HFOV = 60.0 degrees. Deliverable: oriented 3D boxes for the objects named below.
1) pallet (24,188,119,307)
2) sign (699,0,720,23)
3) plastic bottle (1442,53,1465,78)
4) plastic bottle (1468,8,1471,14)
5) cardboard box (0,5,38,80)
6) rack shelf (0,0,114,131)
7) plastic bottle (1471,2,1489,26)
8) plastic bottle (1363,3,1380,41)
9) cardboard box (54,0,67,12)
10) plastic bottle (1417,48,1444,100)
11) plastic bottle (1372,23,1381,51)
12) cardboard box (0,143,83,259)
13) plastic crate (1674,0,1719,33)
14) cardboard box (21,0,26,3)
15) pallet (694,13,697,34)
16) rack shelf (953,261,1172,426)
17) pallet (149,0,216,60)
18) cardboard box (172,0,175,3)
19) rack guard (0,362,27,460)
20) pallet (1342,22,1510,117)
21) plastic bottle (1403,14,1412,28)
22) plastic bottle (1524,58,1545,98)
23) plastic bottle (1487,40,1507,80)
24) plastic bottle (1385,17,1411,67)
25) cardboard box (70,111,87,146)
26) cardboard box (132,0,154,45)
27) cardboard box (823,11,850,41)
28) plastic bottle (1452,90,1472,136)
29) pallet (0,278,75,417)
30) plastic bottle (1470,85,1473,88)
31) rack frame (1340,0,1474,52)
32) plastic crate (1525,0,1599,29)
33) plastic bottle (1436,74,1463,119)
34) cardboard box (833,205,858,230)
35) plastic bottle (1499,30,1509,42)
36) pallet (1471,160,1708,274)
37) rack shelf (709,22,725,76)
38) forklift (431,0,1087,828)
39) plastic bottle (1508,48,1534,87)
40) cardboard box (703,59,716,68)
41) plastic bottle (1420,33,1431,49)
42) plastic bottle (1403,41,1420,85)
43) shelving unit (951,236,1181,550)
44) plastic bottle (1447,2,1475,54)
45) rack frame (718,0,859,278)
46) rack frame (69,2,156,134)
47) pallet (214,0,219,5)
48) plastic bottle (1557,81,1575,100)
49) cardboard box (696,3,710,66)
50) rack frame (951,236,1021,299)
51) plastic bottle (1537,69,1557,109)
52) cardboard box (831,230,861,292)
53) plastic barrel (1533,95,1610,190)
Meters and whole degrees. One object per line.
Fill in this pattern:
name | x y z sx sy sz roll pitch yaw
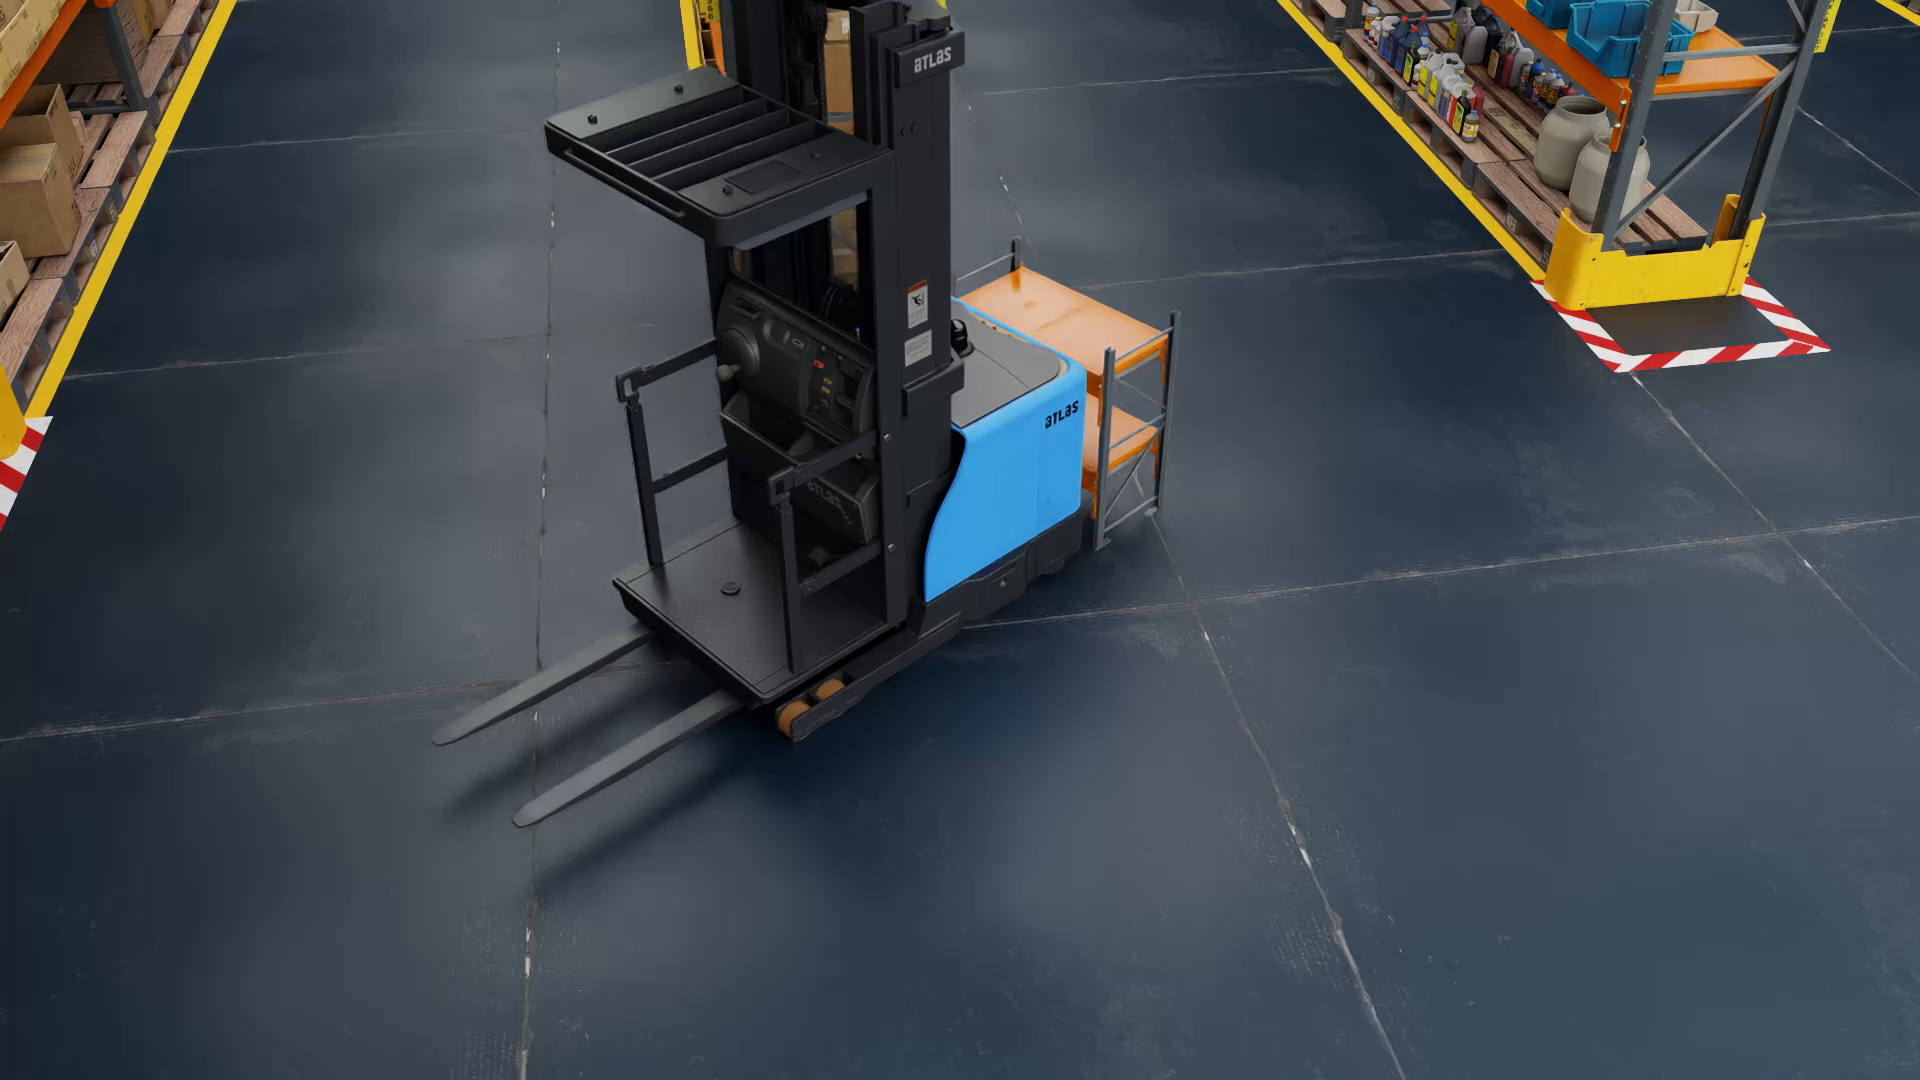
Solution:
pallet | -5.877 -1.781 10.270 1.003 0.211 1.213 -6 38 -8
sign | -1.206 -2.642 7.969 0.100 0.325 0.005 -6 38 -8
plastic bottle | 3.489 -3.314 11.832 0.152 0.276 0.135 -6 38 -8
plastic bottle | 3.877 -3.971 12.738 0.097 0.201 0.097 0 38 0
cardboard box | -5.593 -2.810 9.427 0.500 0.250 0.500 -6 38 -8
rack shelf | -5.896 -2.530 9.548 1.077 0.370 4.000 -6 38 -8
plastic bottle | 3.904 -3.857 12.470 0.144 0.351 0.185 -7 38 -9
plastic bottle | 3.131 -3.944 12.647 0.097 0.271 0.097 0 38 0
cardboard box | -5.786 -3.415 10.207 0.500 0.250 0.500 -6 38 -8
plastic bottle | 3.348 -3.312 11.769 0.144 0.351 0.185 -7 38 -8
plastic bottle | 3.167 -3.794 12.511 0.097 0.201 0.097 0 38 0
cardboard box | -5.757 -2.013 9.975 0.700 0.500 0.500 -9 39 -11
plastic crate | 4.368 -3.143 9.965 0.298 0.136 0.250 -6 38 -8
cardboard box | -5.688 -3.408 9.587 0.500 0.500 0.500 -7 38 -9
pallet | -1.538 -3.897 12.994 1.003 0.211 1.213 -6 38 -8
rack shelf | 0.474 -0.959 7.991 0.538 0.278 1.000 -31 48 -34
pallet | -6.602 -4.129 13.293 1.003 0.211 1.213 -6 38 -8
cardboard box | -6.679 -4.575 13.272 0.700 0.500 0.500 -6 38 -8
rack guard | -5.559 -0.665 8.598 1.175 0.500 0.348 -6 38 -8
pallet | 3.584 -3.576 12.581 1.003 0.211 1.213 -6 38 -8
plastic bottle | 3.320 -3.768 12.411 0.061 0.283 0.133 -6 38 -8
plastic bottle | 4.084 -3.286 11.800 0.097 0.271 0.097 0 38 0
plastic bottle | 3.898 -3.493 12.057 0.061 0.283 0.133 -6 38 -8
plastic bottle | 3.240 -3.683 12.246 0.144 0.351 0.185 -5 38 -7
cardboard box | -6.123 -2.757 11.204 0.380 0.166 0.250 -11 39 -14
cardboard box | -6.532 -3.958 12.479 0.700 0.500 0.500 -7 38 -9
cardboard box | -0.526 -2.697 8.566 0.380 0.149 0.250 -6 38 -8
plastic bottle | 3.416 -2.903 11.298 0.061 0.283 0.133 -5 38 -7
pallet | -5.666 -1.045 9.323 1.003 0.211 1.213 -6 38 -8
plastic bottle | 3.533 -3.066 11.574 0.097 0.201 0.097 0 38 0
rack frame | 3.507 -5.088 12.254 1.000 3.000 0.127 -6 38 -8
plastic crate | 3.718 -3.276 10.043 0.499 0.251 0.408 -6 38 -8
plastic bottle | 3.413 -3.071 11.519 0.152 0.276 0.135 -7 38 -9
cardboard box | -0.634 -2.167 9.782 0.500 0.500 0.500 -6 38 -8
plastic bottle | 4.007 -3.621 12.221 0.061 0.283 0.133 -4 38 -5
pallet | 4.012 -2.102 10.684 1.003 0.211 1.213 -6 38 -8
rack shelf | -1.020 -3.065 10.236 1.077 0.370 4.000 -6 38 -8
forklift | -0.828 -0.670 6.623 3.031 2.935 1.130 -30 47 -33
plastic bottle | 4.019 -3.418 11.966 0.152 0.276 0.135 -6 38 -7
cardboard box | -1.332 -2.714 10.486 0.500 0.500 0.500 -6 38 -8
plastic bottle | 3.384 -3.577 12.175 0.097 0.271 0.097 0 38 0
plastic bottle | 3.261 -3.438 11.986 0.061 0.283 0.133 -5 38 -6
shelving unit | 0.474 -0.728 8.171 0.538 1.125 1.048 -31 48 -34
plastic bottle | 3.762 -3.842 12.451 0.144 0.351 0.185 -6 38 -8
rack frame | -0.669 -2.141 8.461 1.000 3.000 0.127 -6 38 -8
rack frame | -6.247 -4.022 10.882 1.000 3.000 0.127 -6 38 -8
pallet | -6.812 -4.865 14.240 1.003 0.211 1.213 -6 38 -8
plastic bottle | 4.176 -3.040 11.473 0.061 0.283 0.133 -6 38 -7
cardboard box | -1.502 -3.318 11.264 0.500 0.500 0.500 -6 38 -8
rack frame | 0.116 -0.949 8.455 0.500 1.125 0.032 -31 48 -34
plastic bottle | 4.120 -3.164 11.643 0.097 0.271 0.097 0 38 0
cardboard box | -0.544 -1.569 9.623 0.500 0.250 0.500 -6 38 -8
plastic barrel | 3.930 -2.547 10.669 0.421 0.512 0.421 0 38 0
